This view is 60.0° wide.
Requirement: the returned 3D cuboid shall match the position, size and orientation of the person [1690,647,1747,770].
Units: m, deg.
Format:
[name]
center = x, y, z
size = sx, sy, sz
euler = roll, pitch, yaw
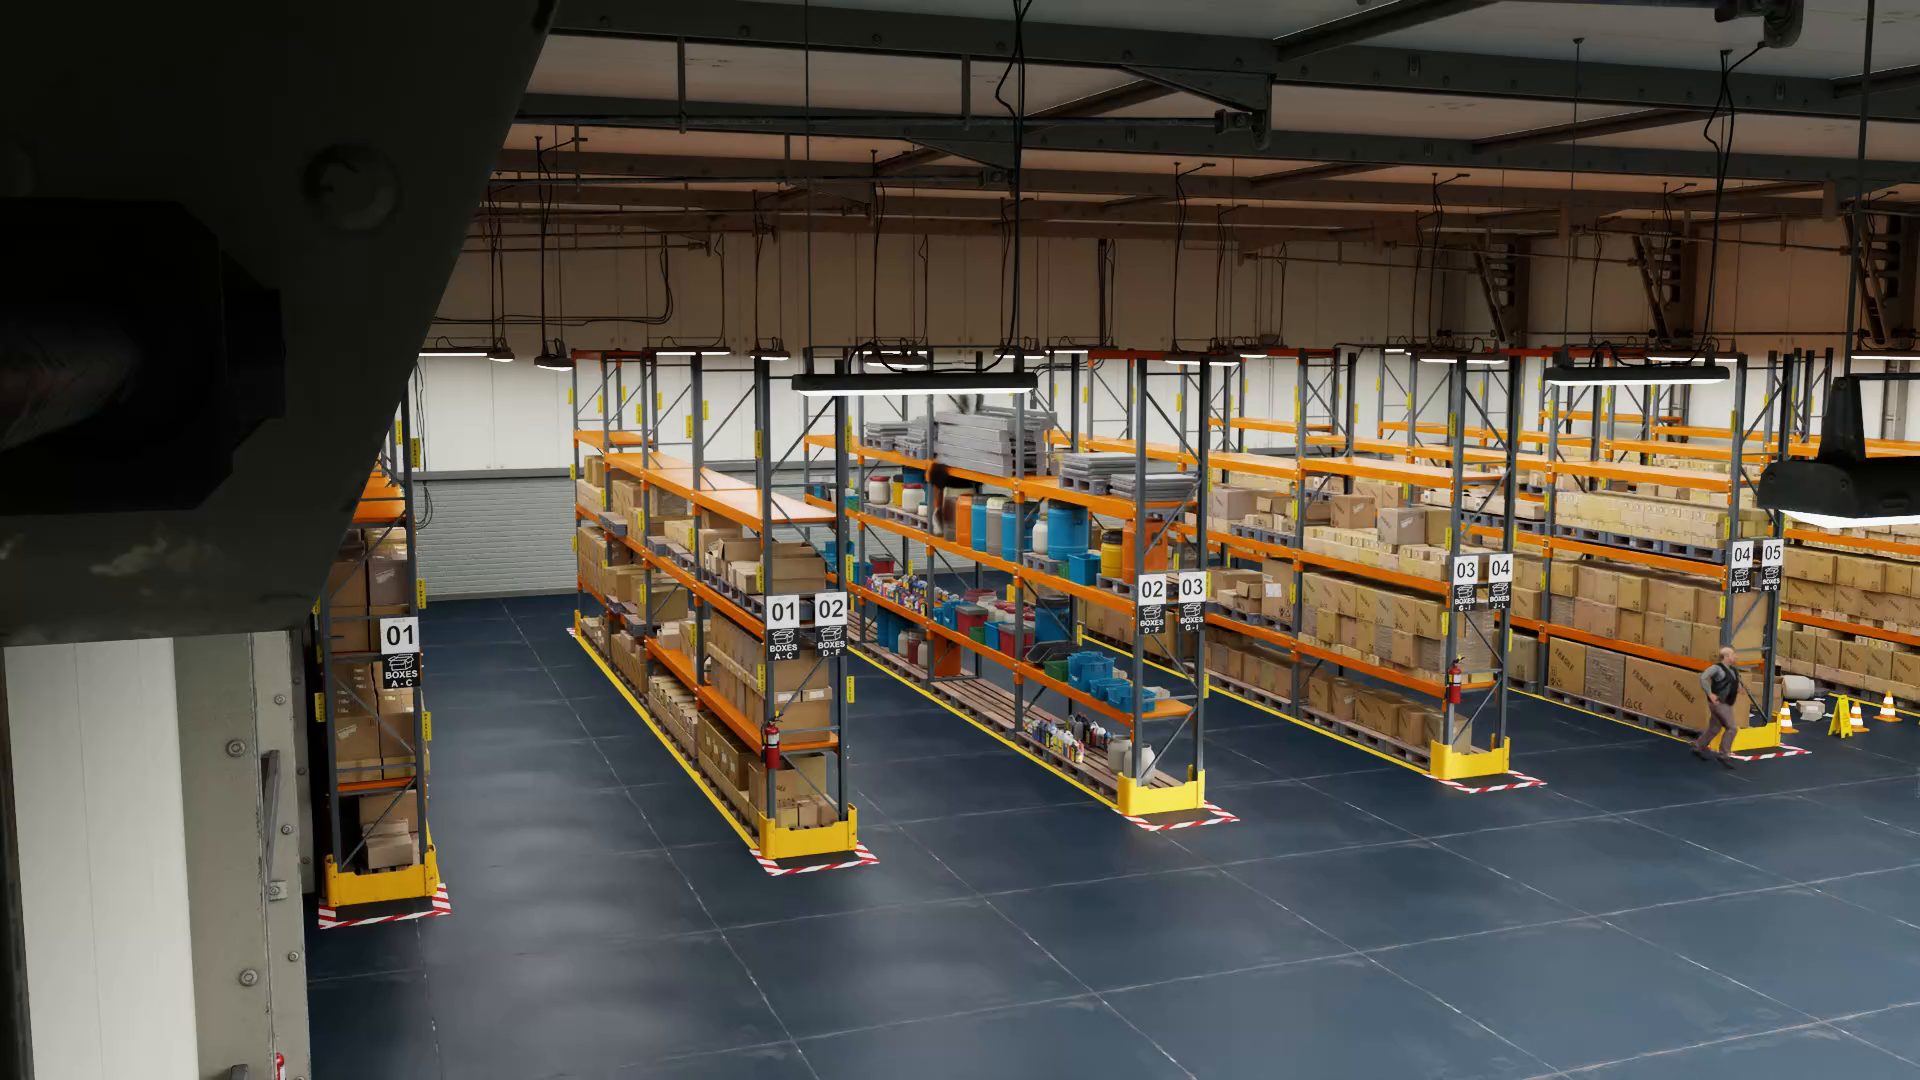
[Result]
[person]
center = 11.217, 2.455, 24.511
size = 0.697, 1.754, 0.629
euler = 6, 9, 39
